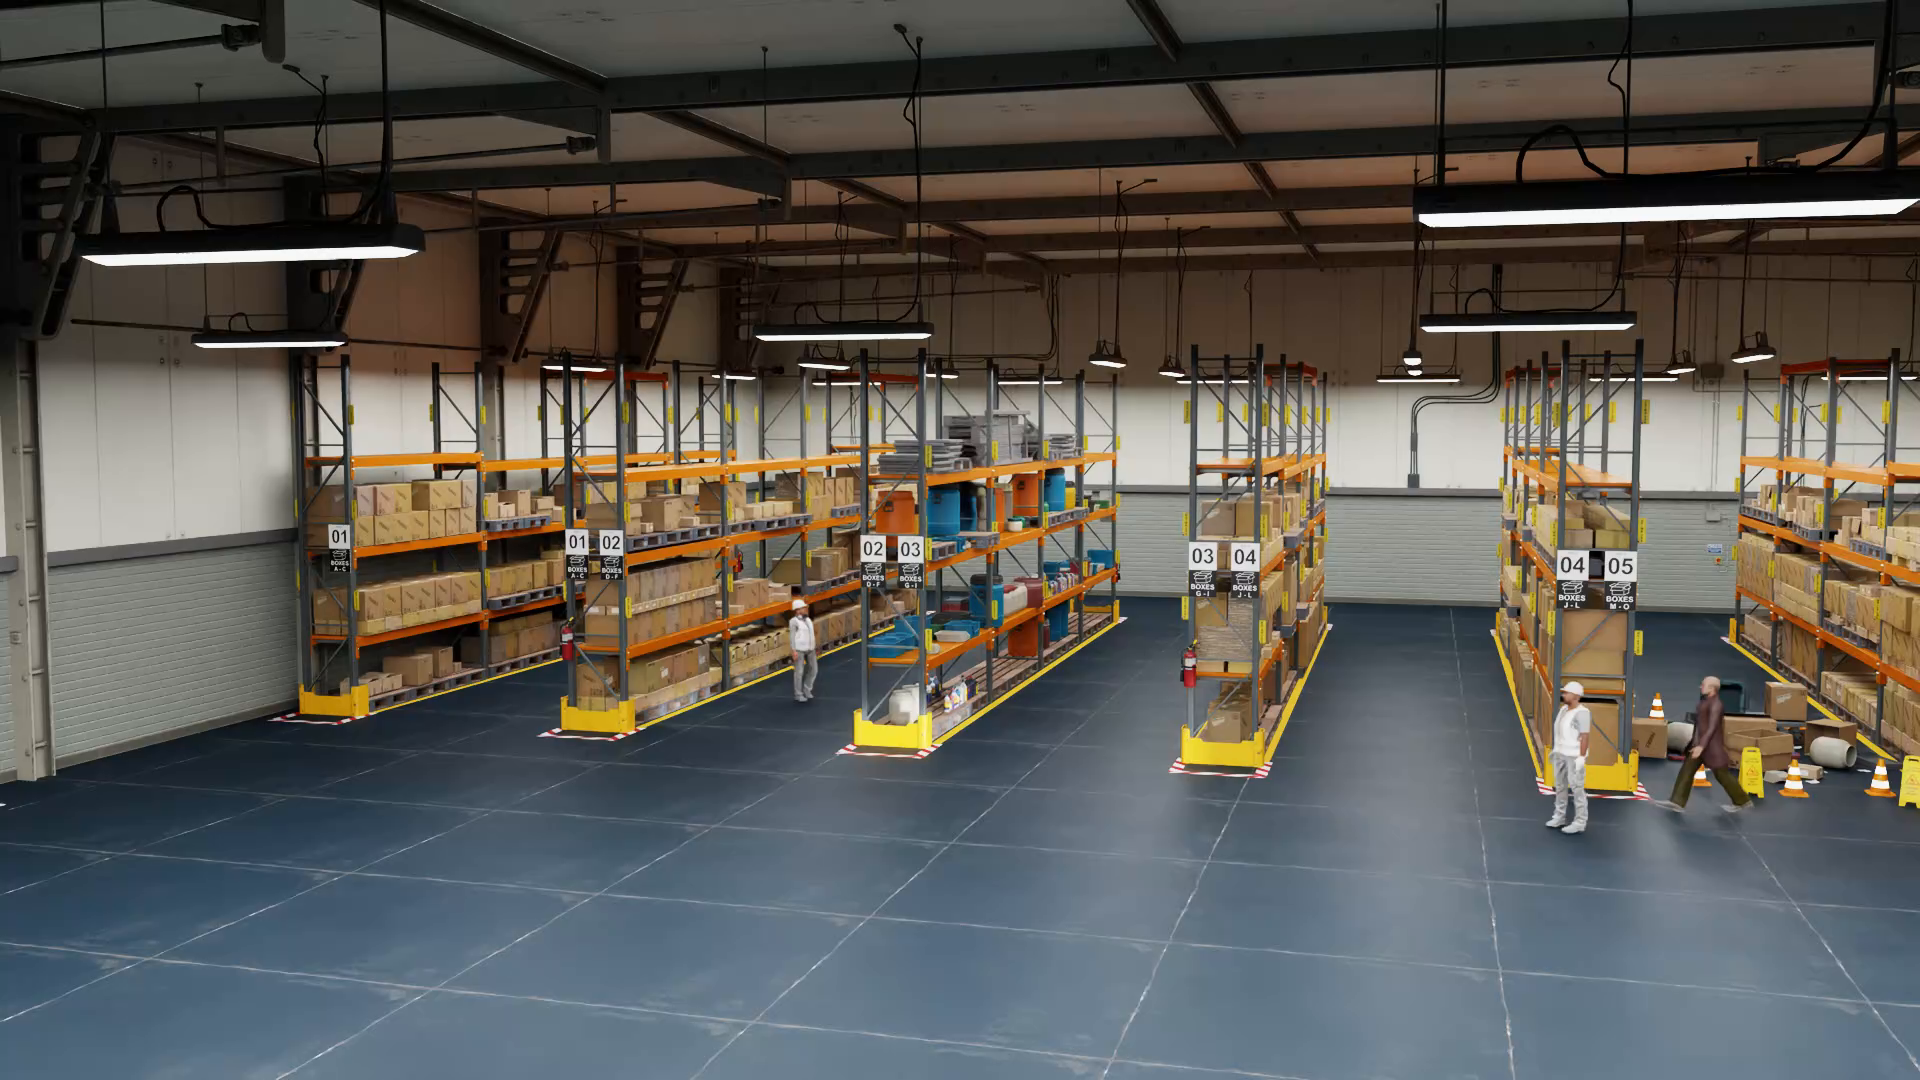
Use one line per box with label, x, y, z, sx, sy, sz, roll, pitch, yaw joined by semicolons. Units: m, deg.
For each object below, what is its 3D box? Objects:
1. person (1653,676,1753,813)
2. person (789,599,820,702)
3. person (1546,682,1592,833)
person;9.348;2.573;20.802;1.120;1.738;0.548;0;4;-6
person;-2.753;1.928;29.120;0.599;1.783;0.480;-4;6;-43
person;7.340;2.596;20.054;0.419;1.790;0.614;-2;5;-21
